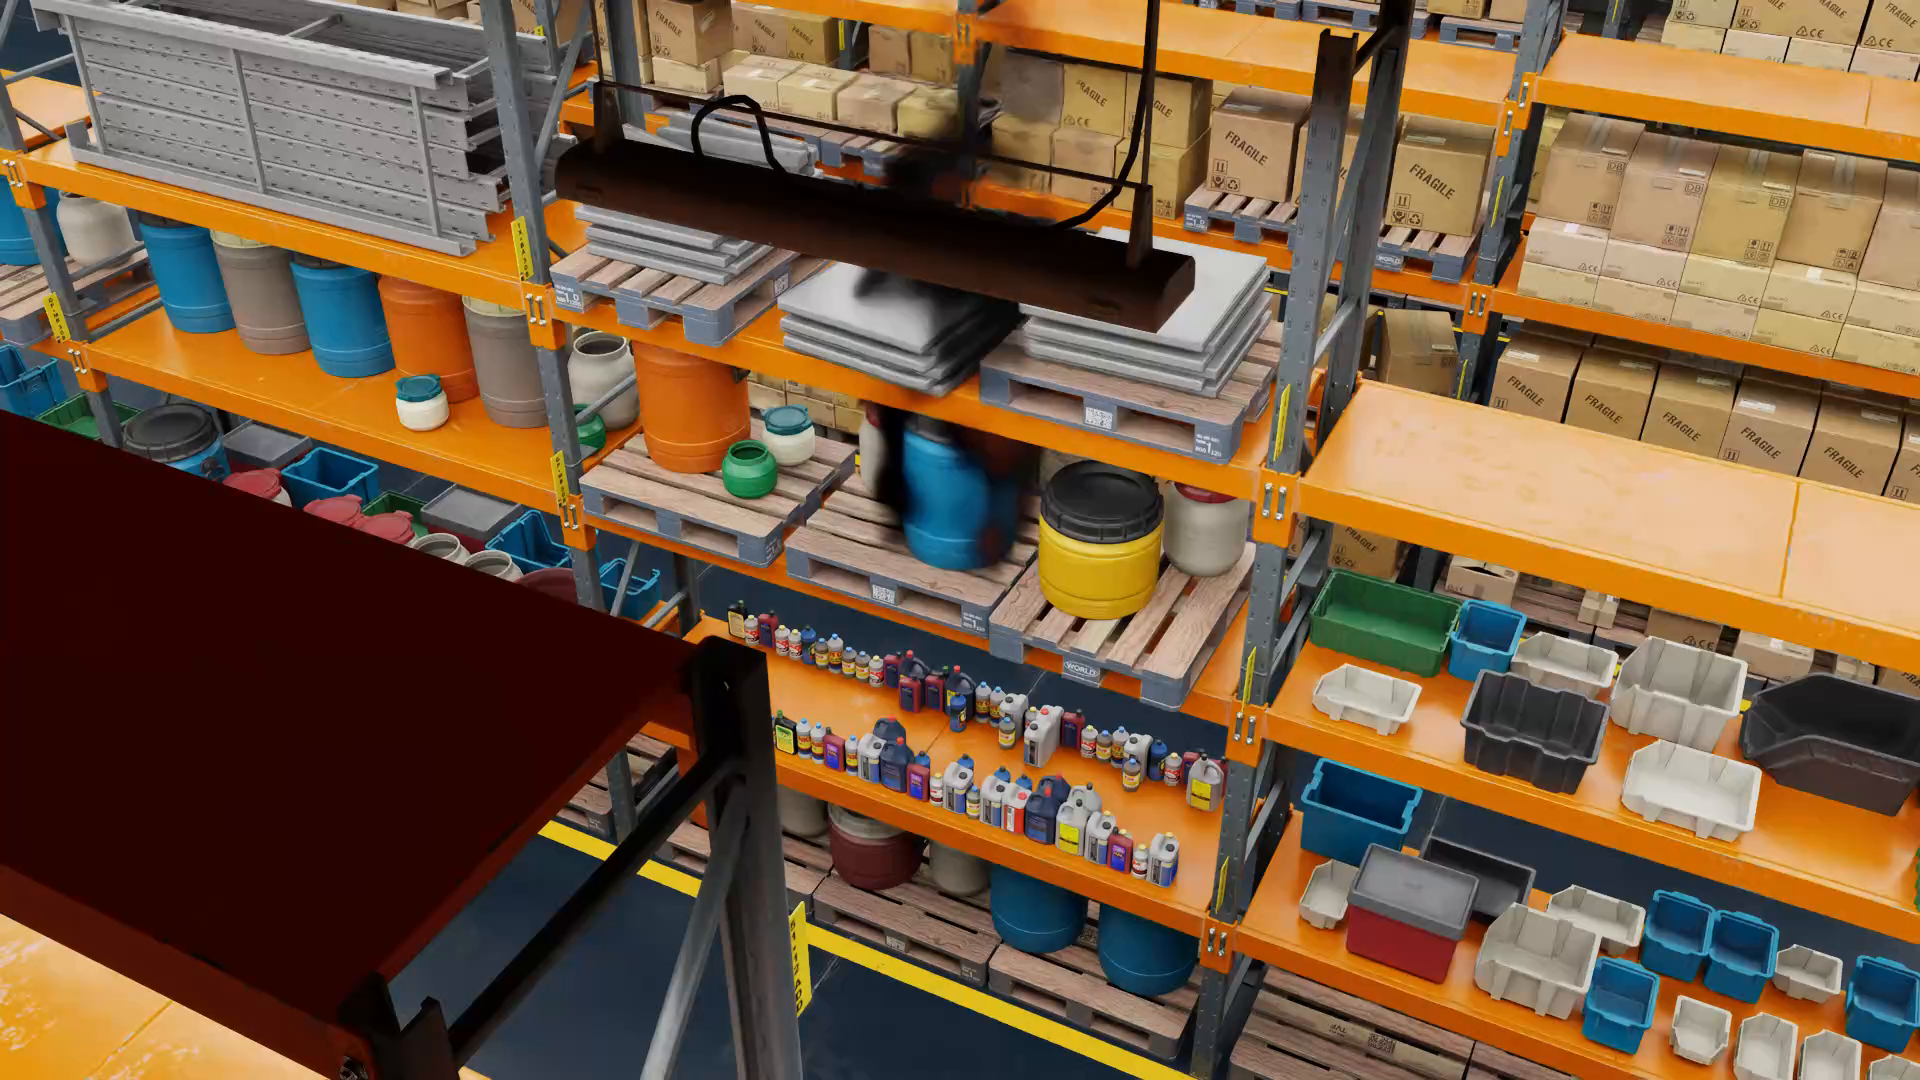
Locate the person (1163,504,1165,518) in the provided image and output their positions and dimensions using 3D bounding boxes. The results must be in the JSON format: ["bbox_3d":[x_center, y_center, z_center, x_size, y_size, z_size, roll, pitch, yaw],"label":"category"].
[{"bbox_3d":[1.546,0.164,11.726,0.784,1.615,0.570,10,36,14],"label":"person"}]
